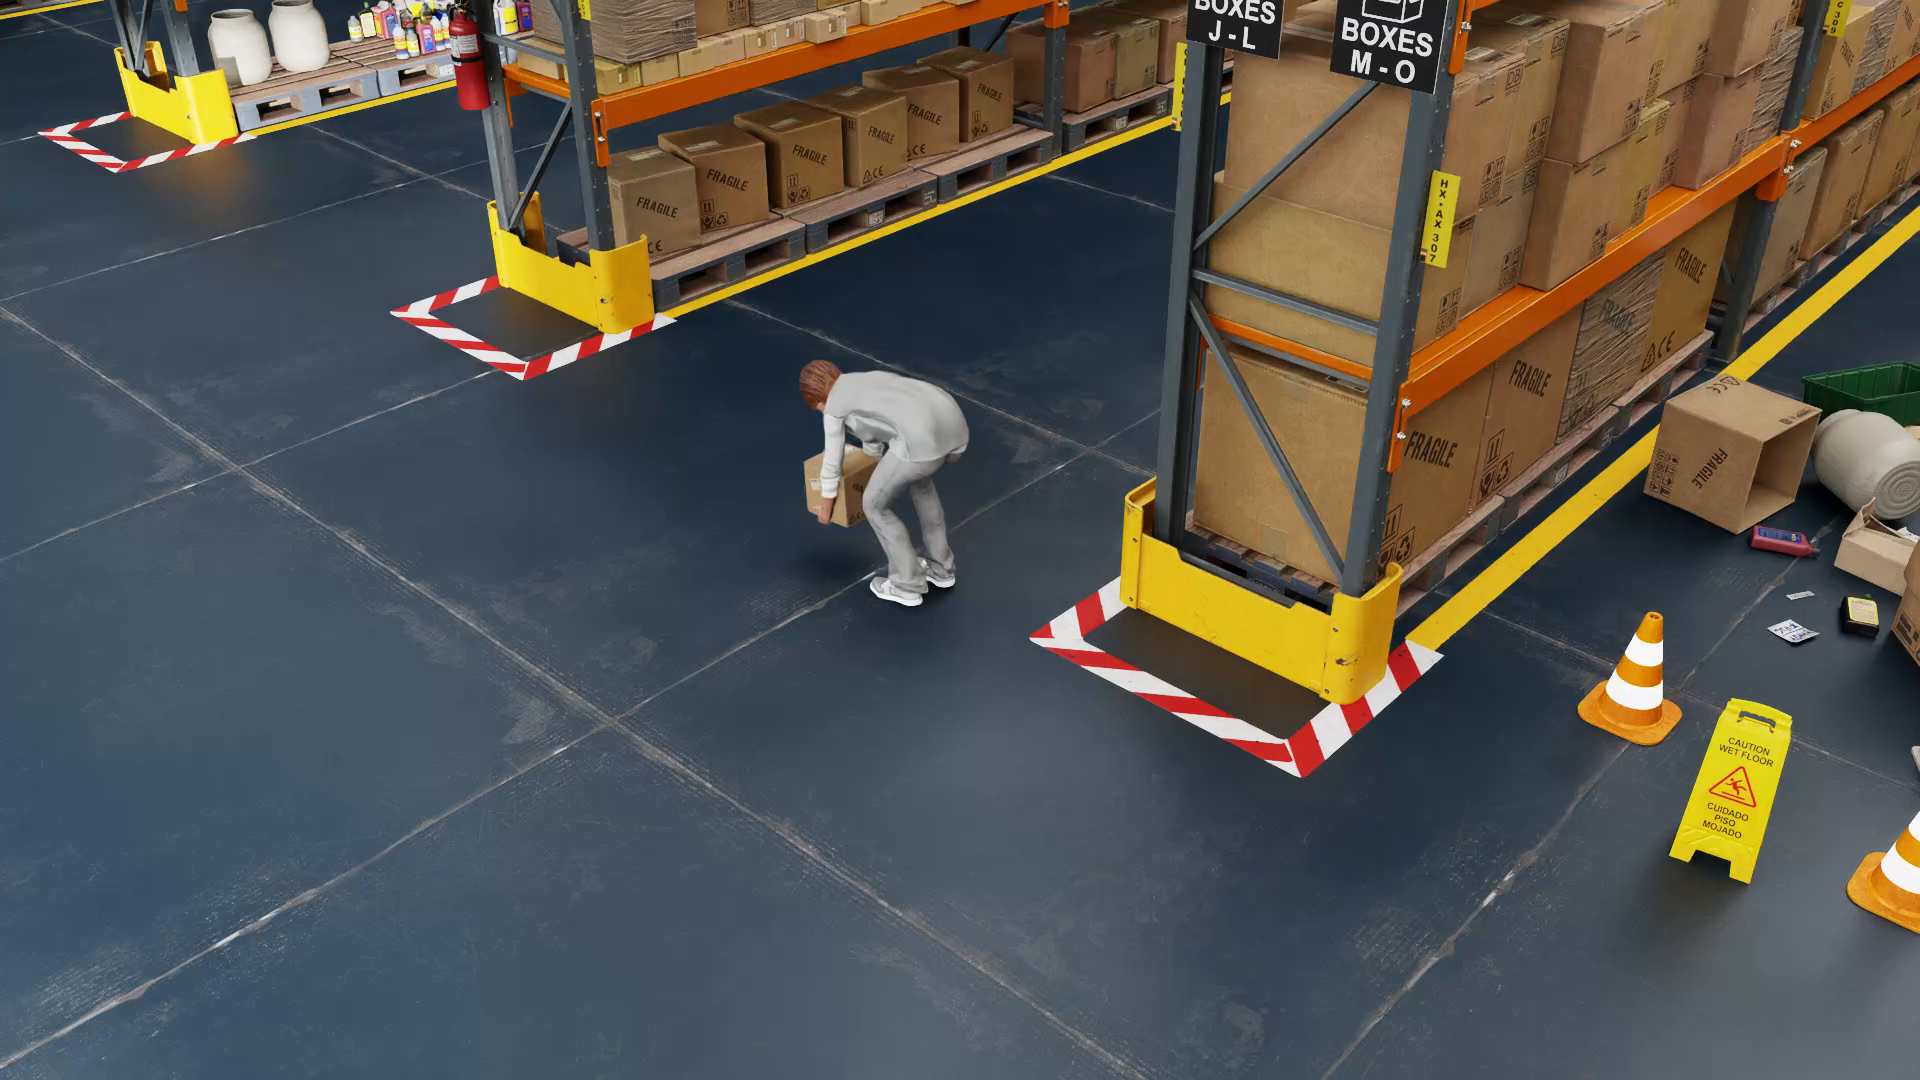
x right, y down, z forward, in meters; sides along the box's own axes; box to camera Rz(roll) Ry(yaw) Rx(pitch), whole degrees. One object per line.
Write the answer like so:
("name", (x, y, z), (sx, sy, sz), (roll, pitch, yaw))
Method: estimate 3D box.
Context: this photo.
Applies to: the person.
("person", (-0.346, -0.274, 7.164), (0.872, 0.991, 0.399), (24, 39, 33))
